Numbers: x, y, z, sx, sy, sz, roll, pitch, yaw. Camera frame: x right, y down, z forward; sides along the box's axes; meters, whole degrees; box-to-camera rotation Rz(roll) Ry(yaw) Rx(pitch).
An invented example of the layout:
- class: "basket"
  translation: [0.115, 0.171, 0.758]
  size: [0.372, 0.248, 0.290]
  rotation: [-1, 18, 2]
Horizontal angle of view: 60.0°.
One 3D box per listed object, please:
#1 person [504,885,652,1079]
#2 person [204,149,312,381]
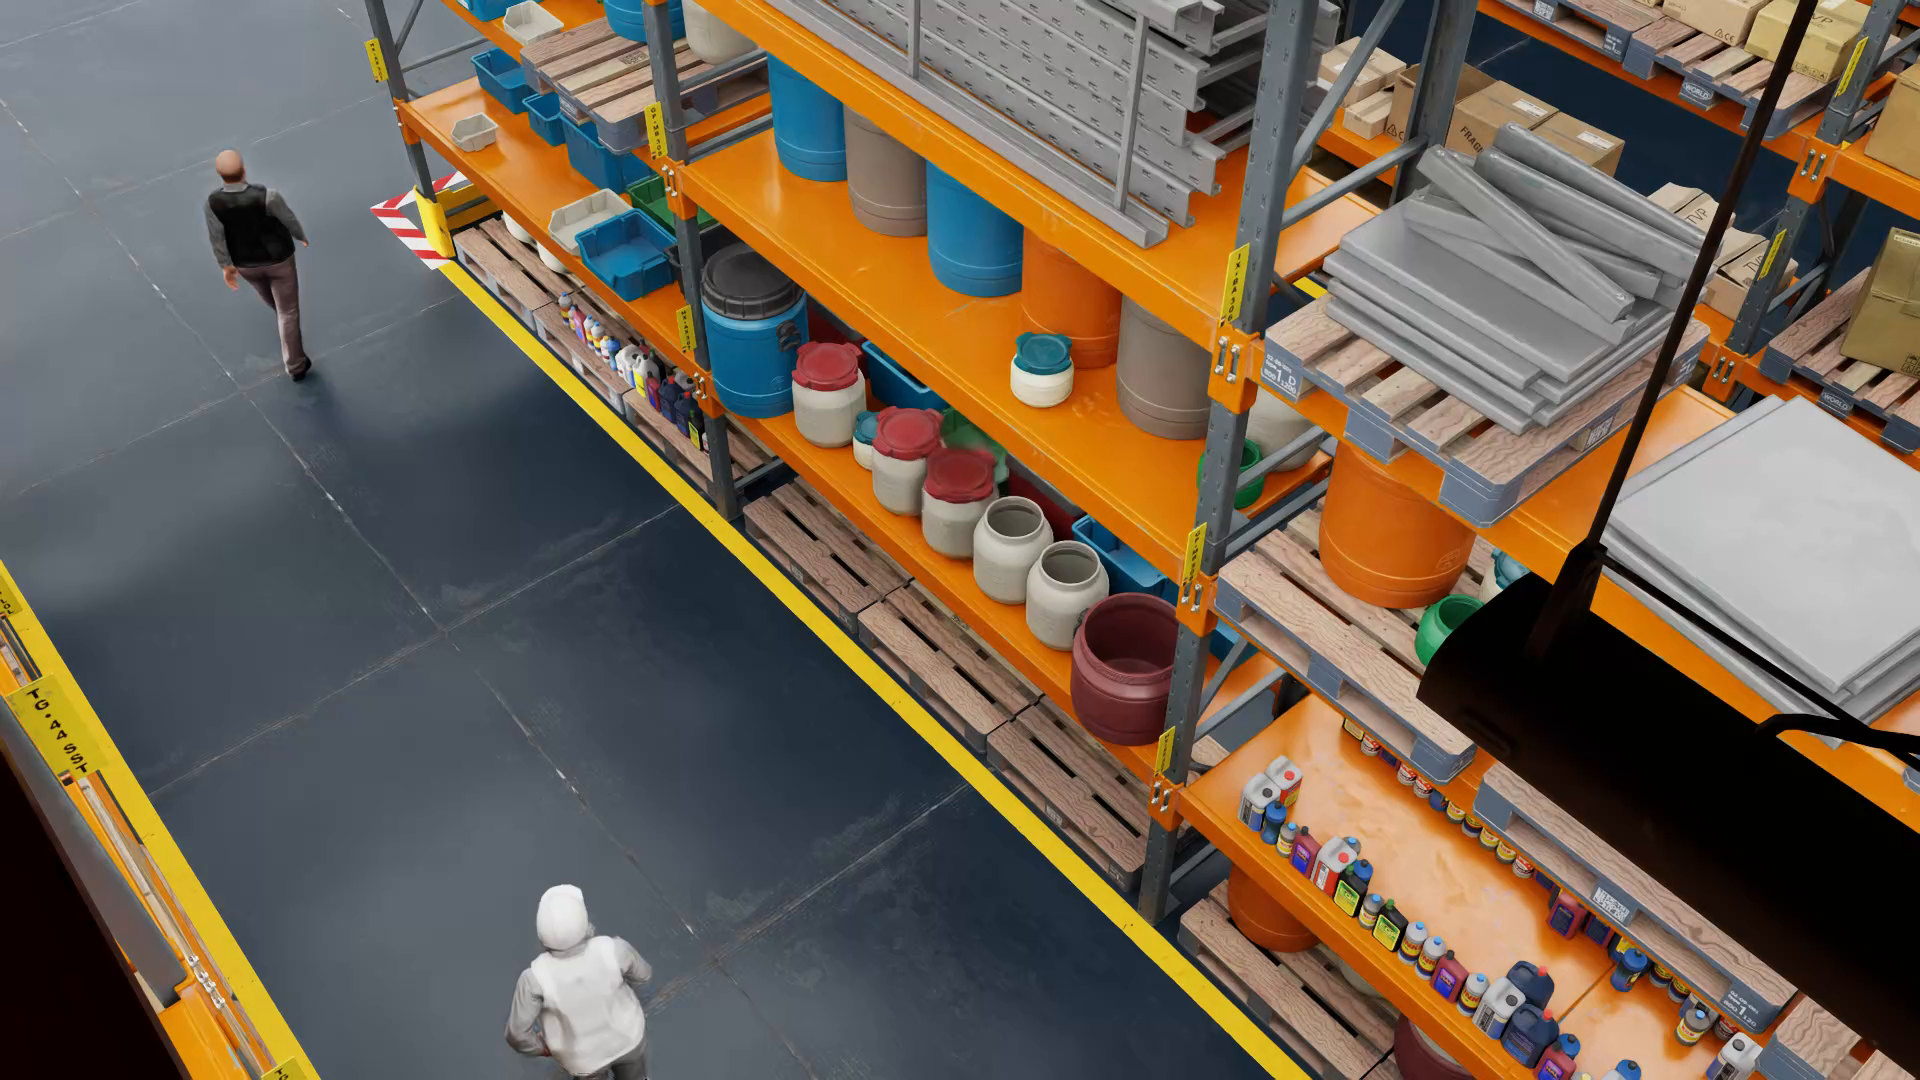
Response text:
- class: "person"
  translation: [-1.686, 2.294, 7.649]
  size: [0.706, 1.678, 0.727]
  rotation: [-24, 51, -21]
- class: "person"
  translation: [-4.903, -2.073, 11.774]
  size: [0.561, 1.661, 1.079]
  rotation: [-3, 47, -3]
